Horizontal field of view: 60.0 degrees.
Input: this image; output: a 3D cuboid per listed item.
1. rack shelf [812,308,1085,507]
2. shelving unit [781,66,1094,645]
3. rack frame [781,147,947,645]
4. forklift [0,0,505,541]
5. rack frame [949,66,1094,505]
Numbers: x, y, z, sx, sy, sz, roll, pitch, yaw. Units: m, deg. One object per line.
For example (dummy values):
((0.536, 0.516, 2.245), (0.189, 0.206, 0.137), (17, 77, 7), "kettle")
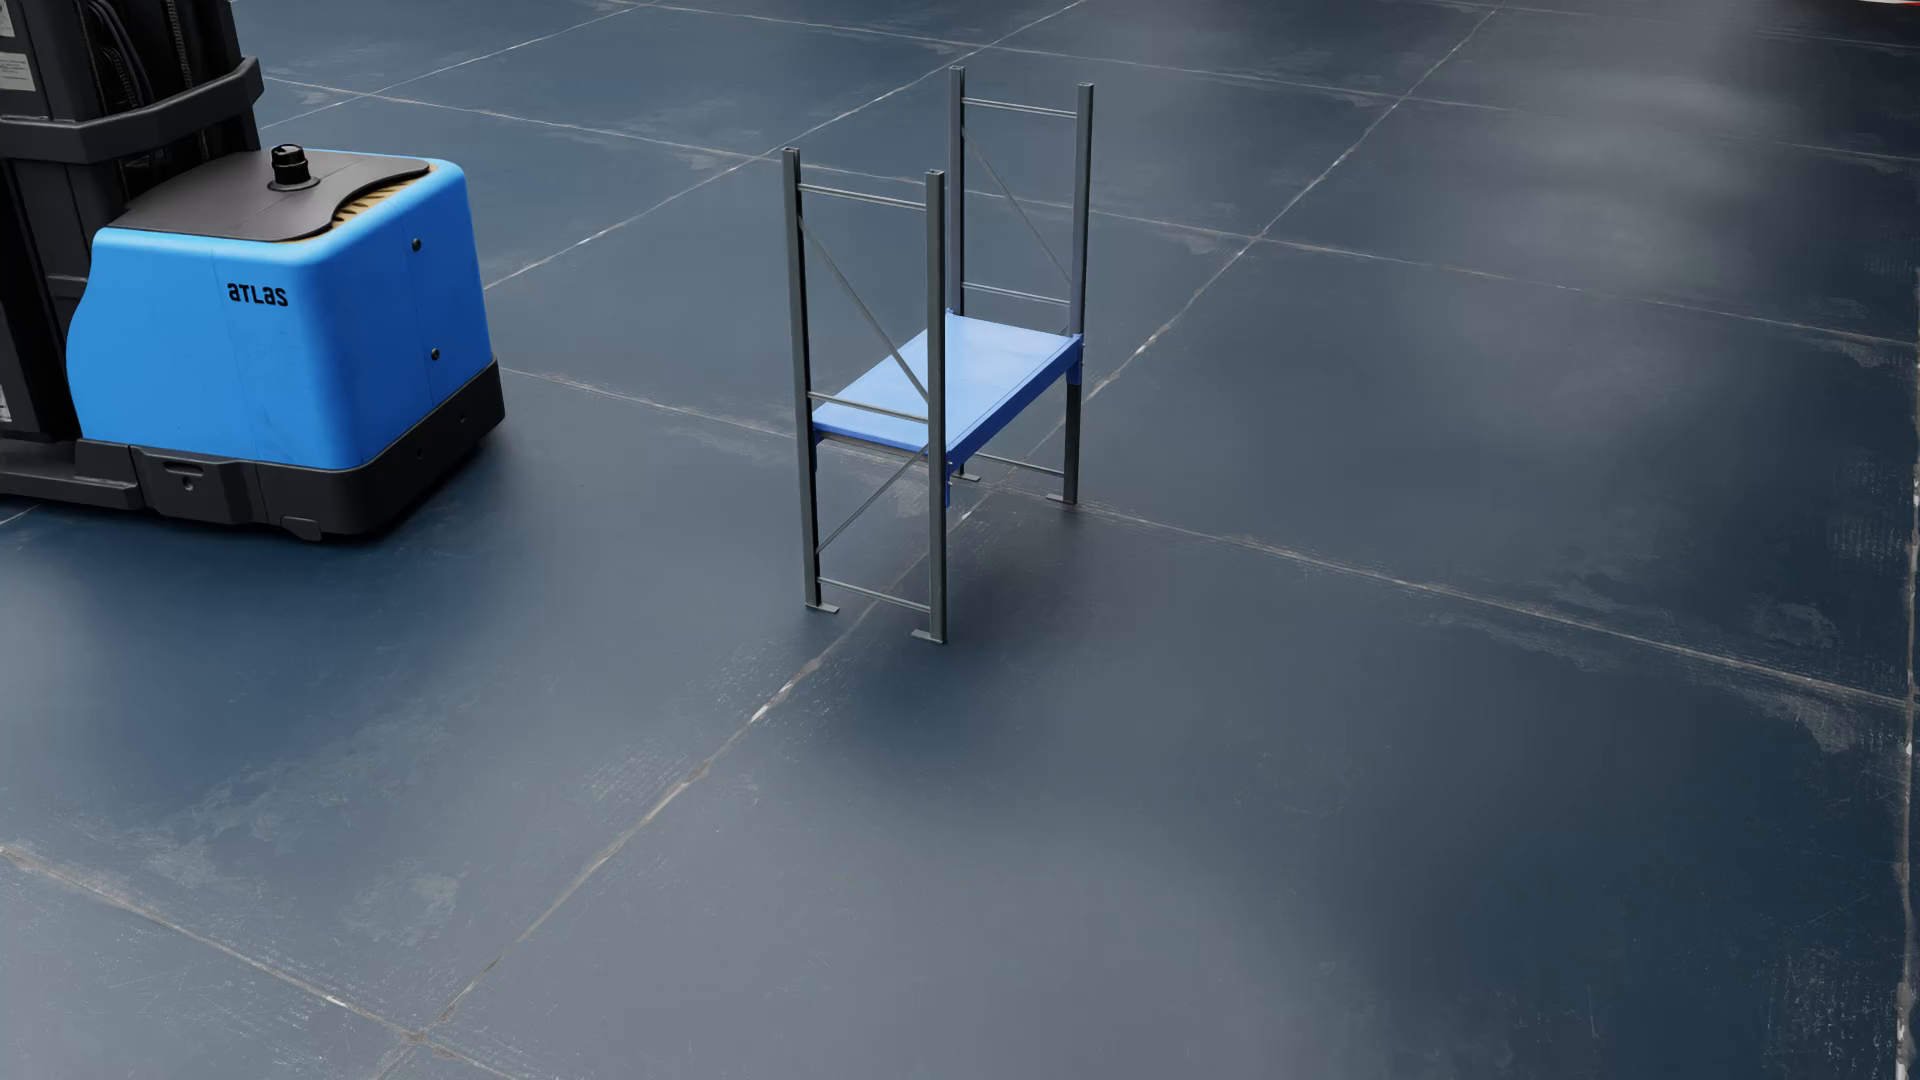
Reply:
((-0.039, -0.457, 5.400), (0.538, 0.185, 1.000), (14, 33, 23), "rack shelf")
((-0.039, -0.613, 5.311), (0.538, 1.500, 1.048), (14, 33, 23), "shelving unit")
((-0.270, -0.387, 4.918), (0.500, 1.500, 0.032), (14, 33, 23), "rack frame")
((-3.334, -1.654, 5.688), (3.031, 2.935, 1.130), (7, 31, 12), "forklift")
((0.193, -0.838, 5.703), (0.500, 1.500, 0.032), (14, 33, 23), "rack frame")
